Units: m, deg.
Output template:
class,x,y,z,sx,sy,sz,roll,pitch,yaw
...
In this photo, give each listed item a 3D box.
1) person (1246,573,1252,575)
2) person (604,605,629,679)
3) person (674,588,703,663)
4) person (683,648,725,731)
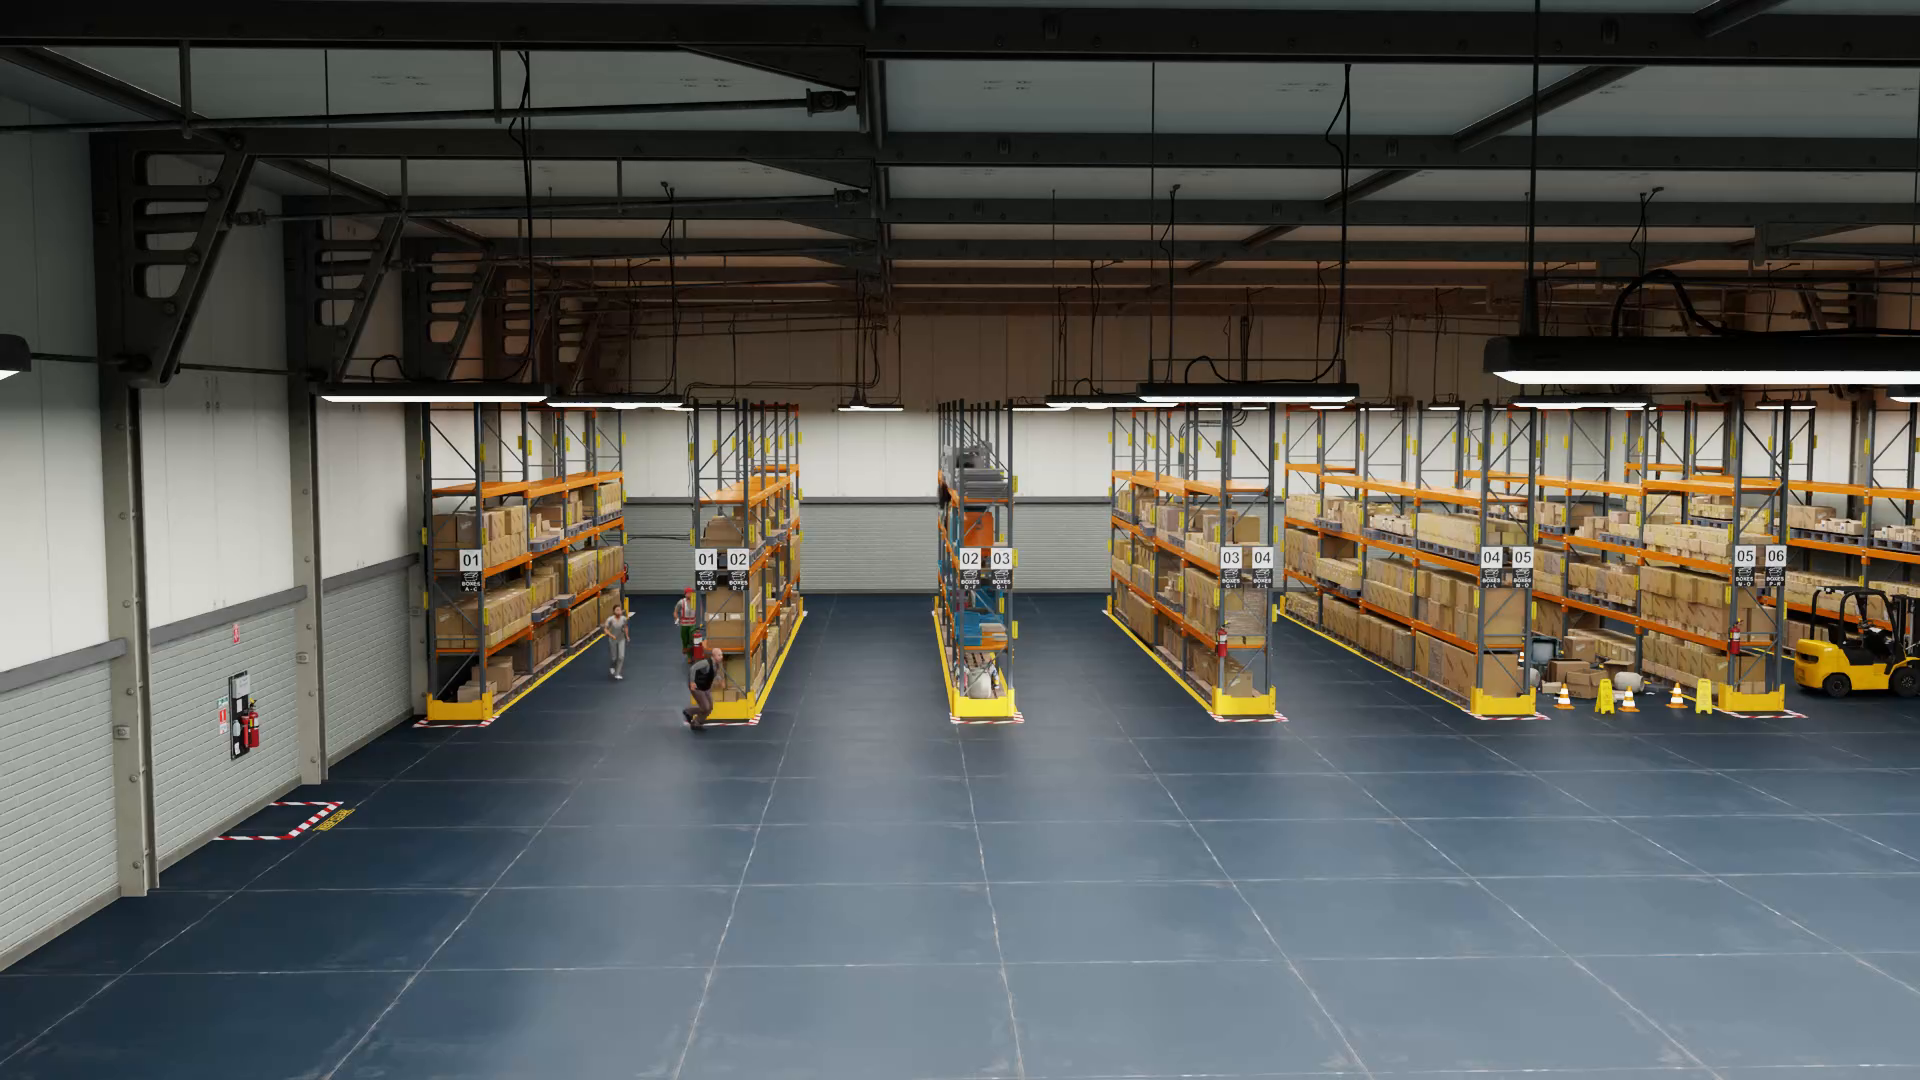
class,x,y,z,sx,sy,sz,roll,pitch,yaw
person,8.577,1.151,49.779,0.620,1.618,0.852,3,5,31
person,-7.457,2.191,36.049,0.560,1.616,0.735,-2,5,-25
person,-6.264,1.952,38.443,0.673,1.735,0.676,-1,4,-14
person,-4.633,2.696,29.901,0.829,1.542,0.681,2,5,26
